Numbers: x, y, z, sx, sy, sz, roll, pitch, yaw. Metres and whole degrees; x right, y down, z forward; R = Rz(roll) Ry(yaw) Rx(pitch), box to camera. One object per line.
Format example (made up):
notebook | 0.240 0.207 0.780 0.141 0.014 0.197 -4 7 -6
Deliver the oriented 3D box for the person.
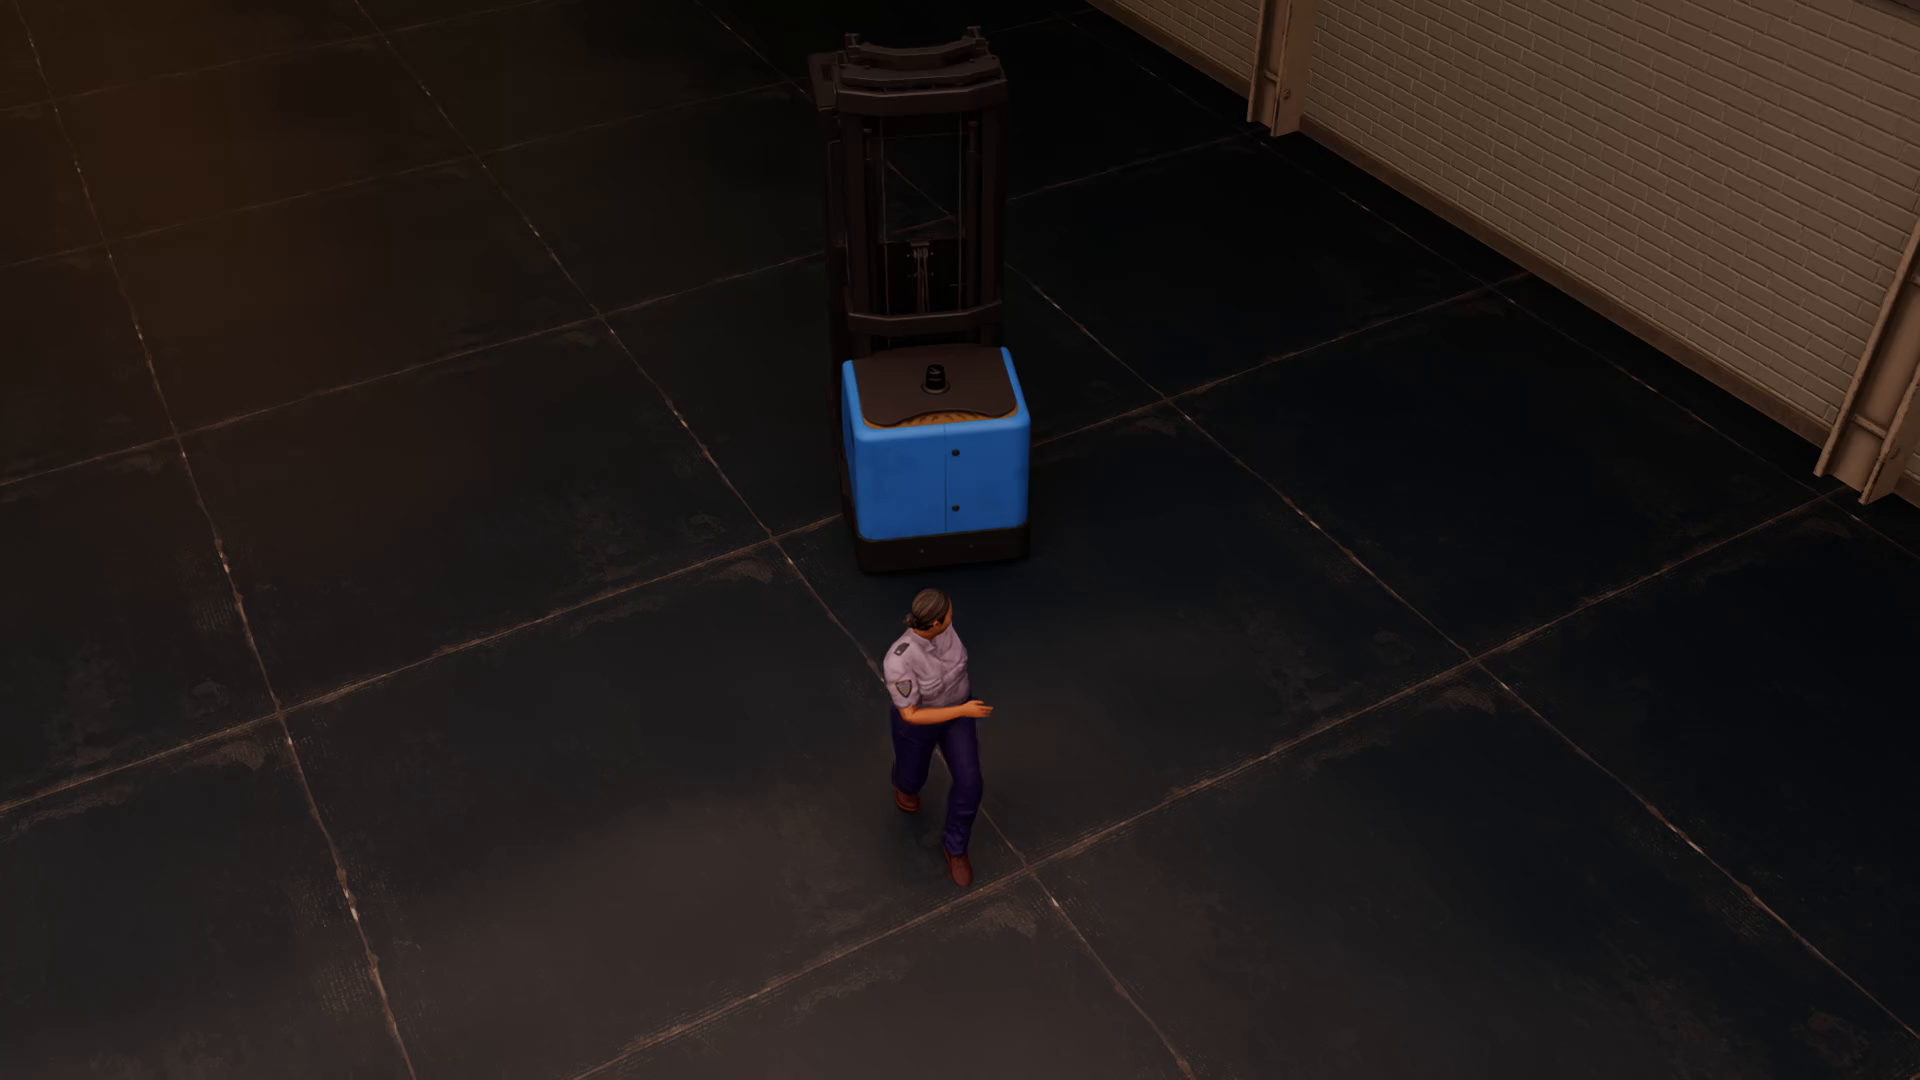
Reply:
person | -0.139 0.871 8.084 0.498 1.594 0.900 -19 43 -21

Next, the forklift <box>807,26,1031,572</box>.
forklift | -0.309 -1.876 10.298 1.130 2.935 3.031 -6 40 -7
